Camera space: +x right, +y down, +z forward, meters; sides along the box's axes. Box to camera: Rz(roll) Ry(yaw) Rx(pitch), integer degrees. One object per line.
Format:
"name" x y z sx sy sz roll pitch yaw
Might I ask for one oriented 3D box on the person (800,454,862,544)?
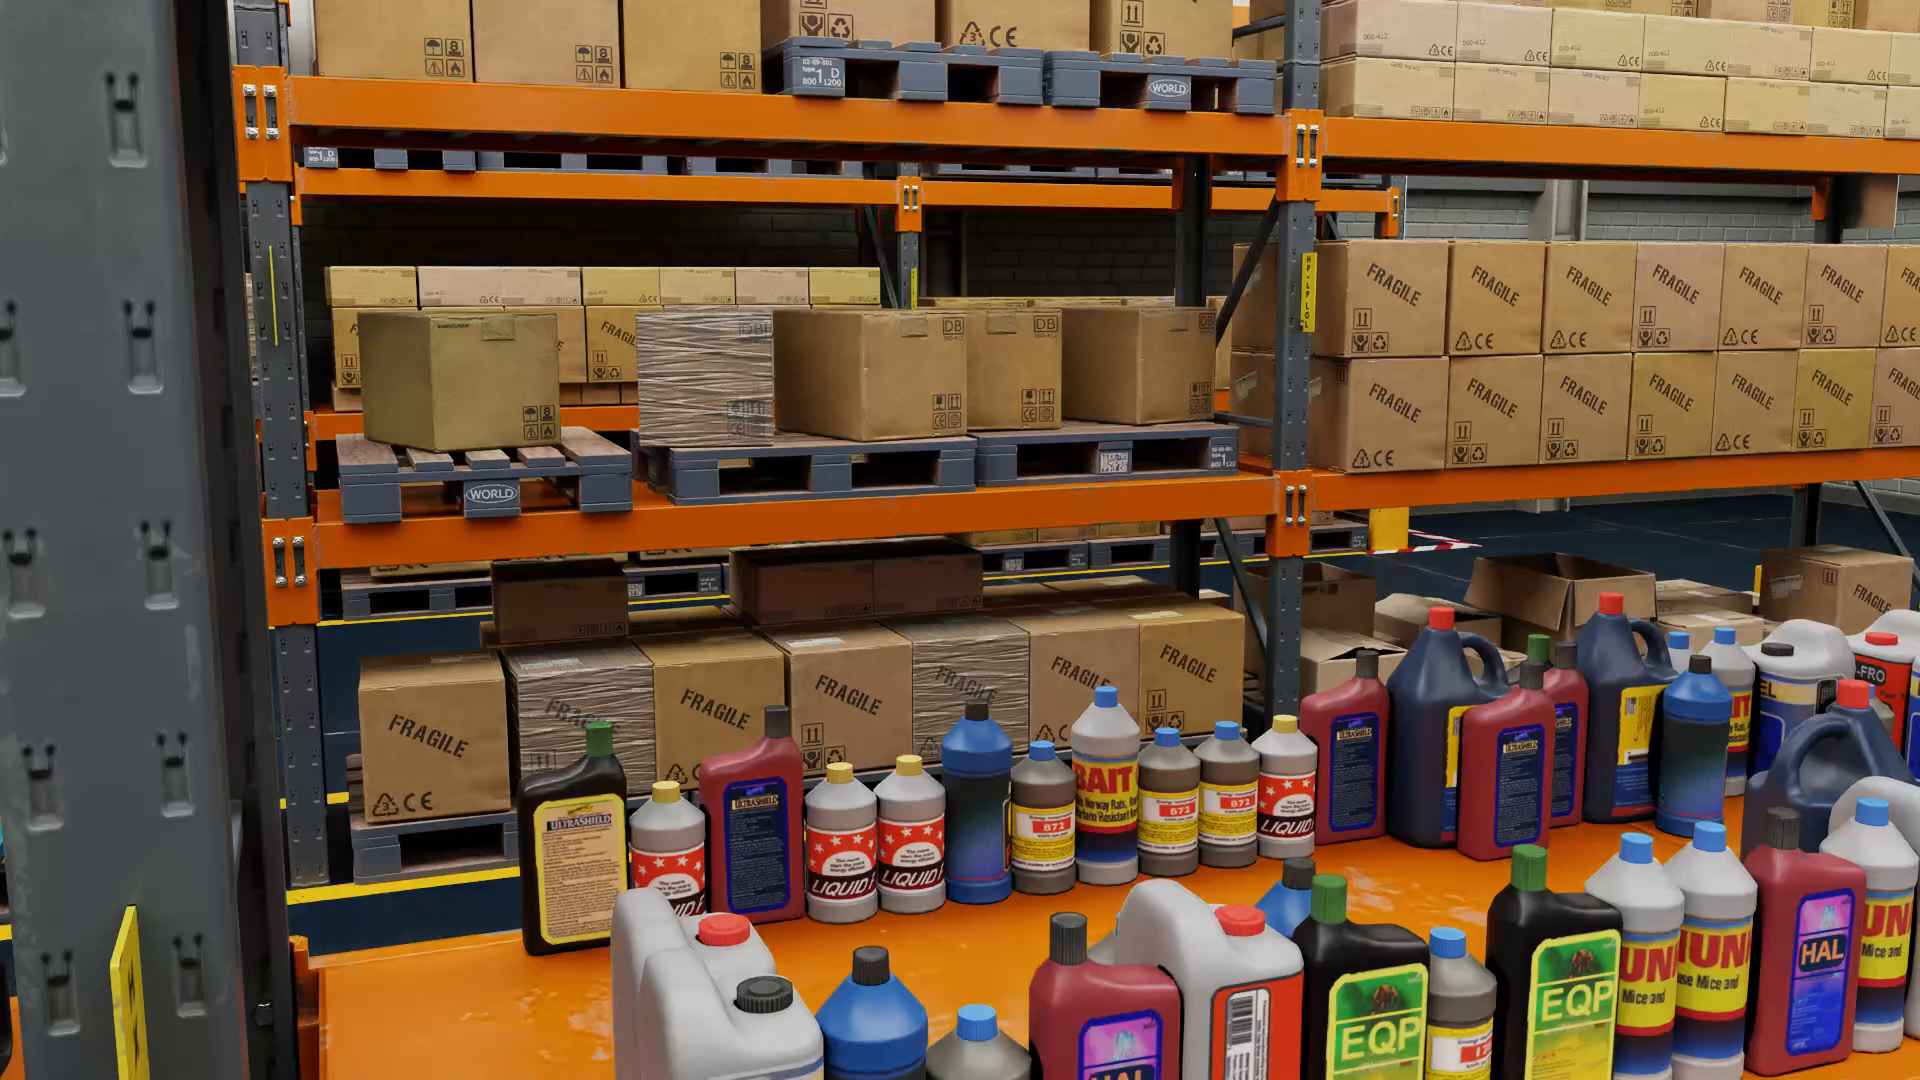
"person" -0.659 -0.120 8.985 0.623 1.655 0.457 -5 10 -28
